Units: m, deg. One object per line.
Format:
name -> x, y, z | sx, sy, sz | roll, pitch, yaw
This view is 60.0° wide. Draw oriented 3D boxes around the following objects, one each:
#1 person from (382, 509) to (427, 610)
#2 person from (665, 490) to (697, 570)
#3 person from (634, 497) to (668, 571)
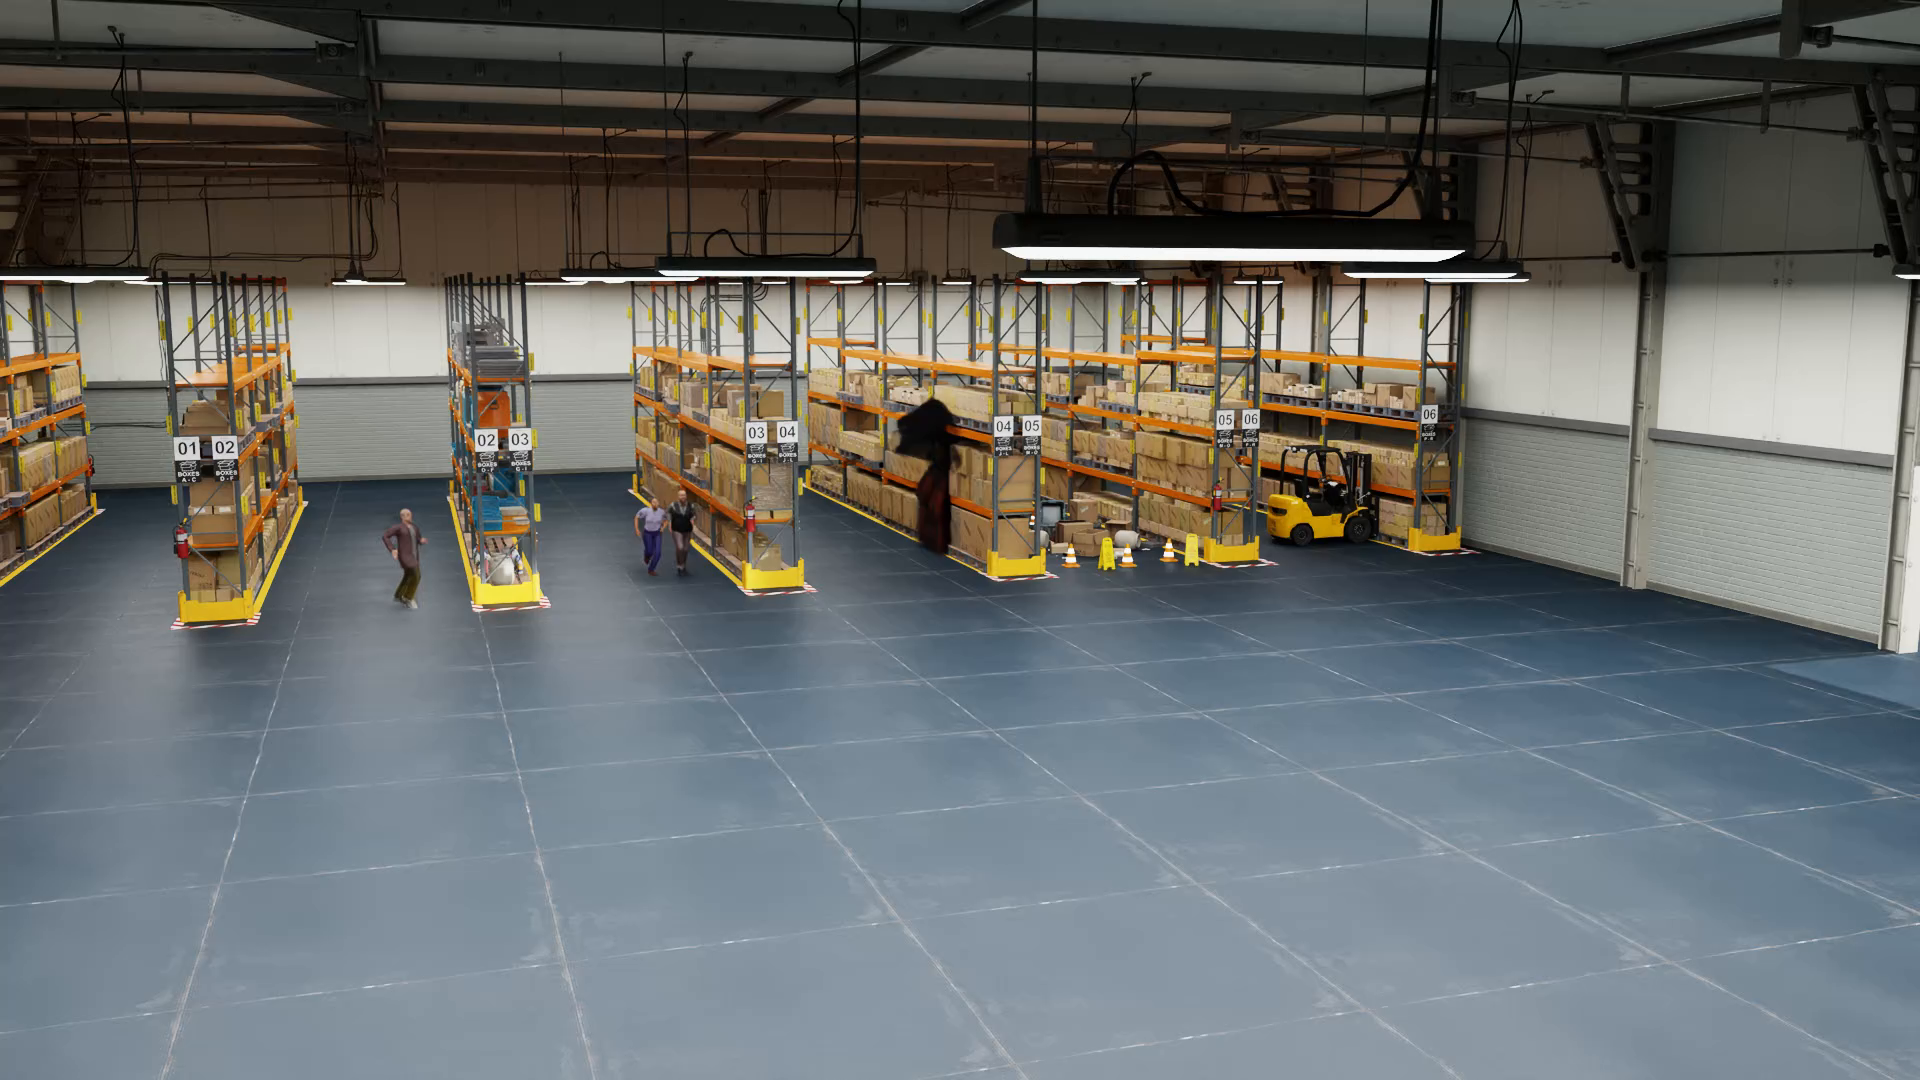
person -> -9.932, 0.349, 29.948 | 0.809, 1.824, 0.675 | 3, 9, 17
person -> -5.579, -0.215, 33.407 | 0.595, 1.596, 0.874 | -4, 10, -25
person -> -6.173, -0.112, 33.398 | 0.645, 1.518, 0.588 | -4, 10, -26
